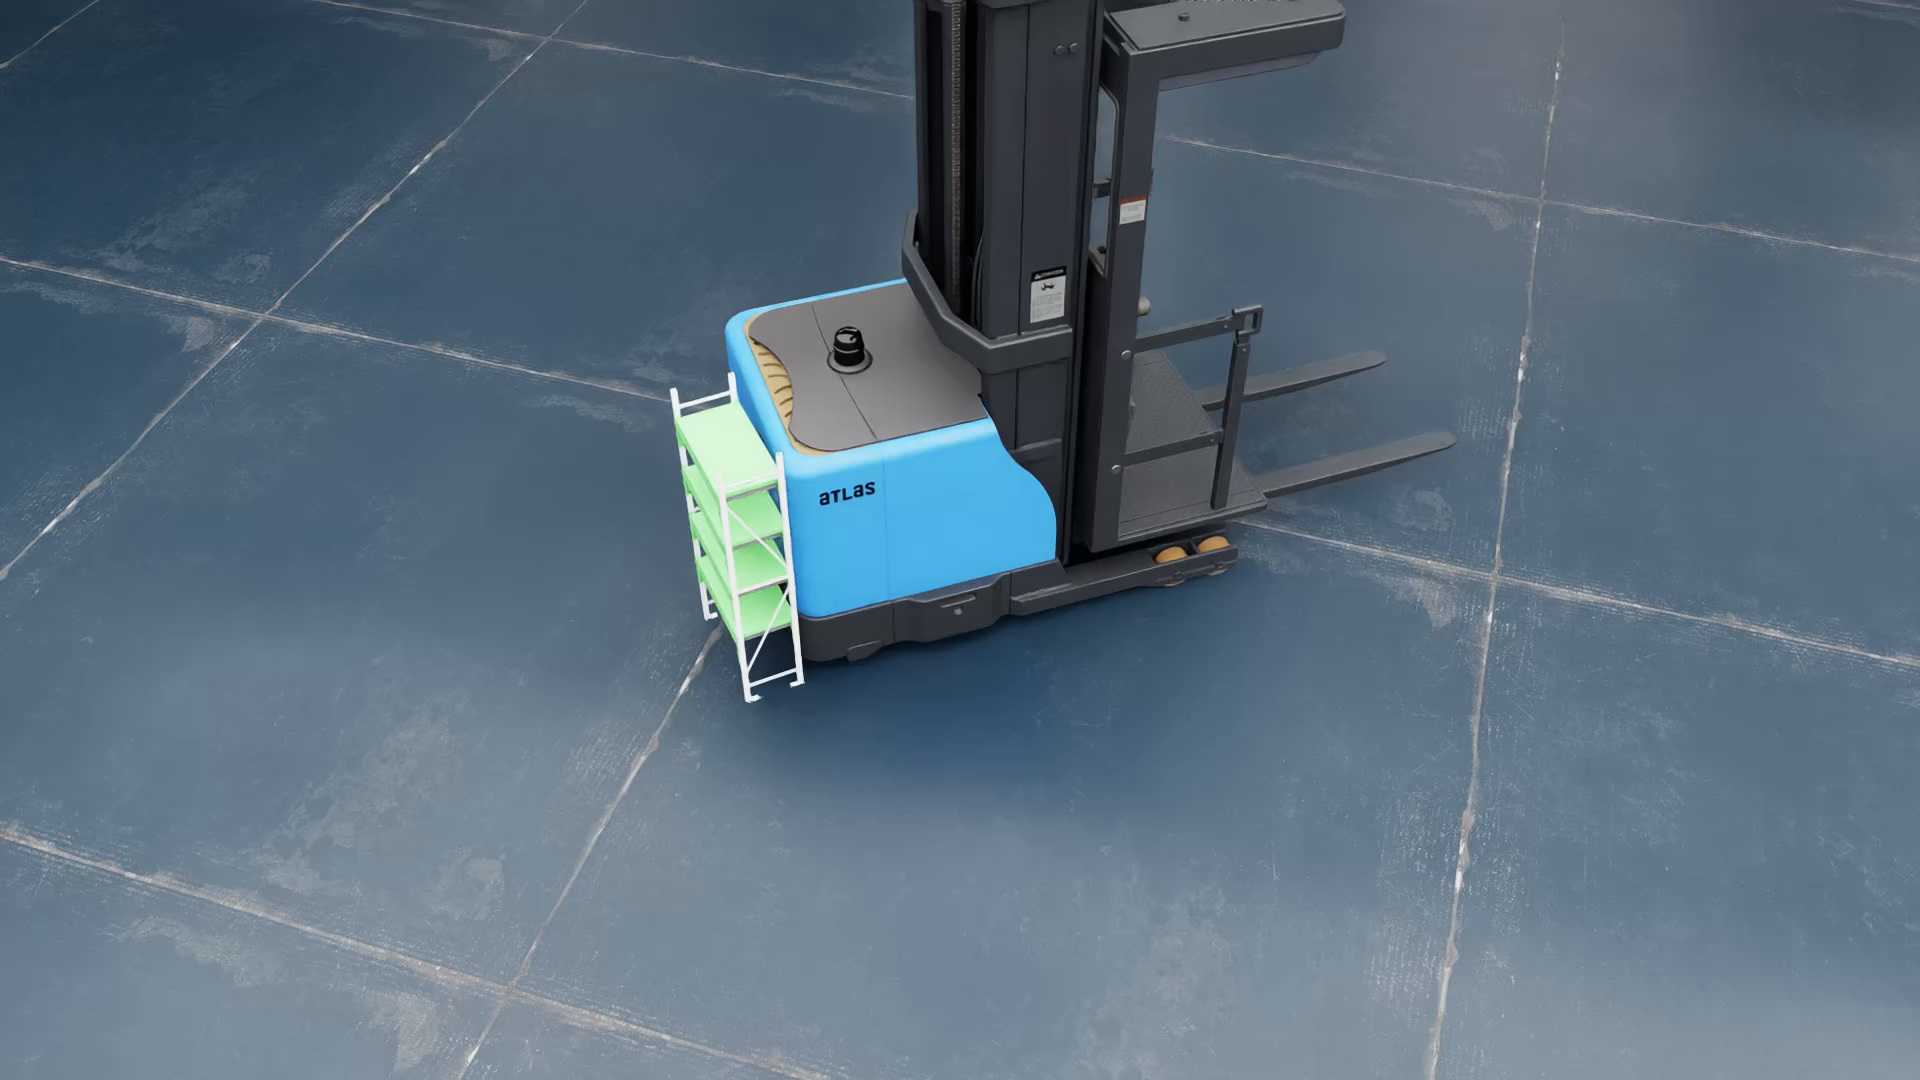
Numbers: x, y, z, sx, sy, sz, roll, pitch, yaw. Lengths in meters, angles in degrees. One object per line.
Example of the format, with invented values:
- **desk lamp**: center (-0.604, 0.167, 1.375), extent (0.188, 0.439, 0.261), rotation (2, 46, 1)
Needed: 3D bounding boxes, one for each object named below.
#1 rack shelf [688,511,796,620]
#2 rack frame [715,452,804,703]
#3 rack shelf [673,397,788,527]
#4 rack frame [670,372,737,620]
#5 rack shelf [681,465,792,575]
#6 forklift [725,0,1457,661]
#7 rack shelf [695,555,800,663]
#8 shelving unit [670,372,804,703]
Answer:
- **rack shelf**: center (-0.831, 0.057, 6.323), extent (0.258, 0.148, 0.480), rotation (-18, 47, -18)
- **rack frame**: center (-0.726, 0.166, 6.120), extent (0.240, 1.200, 0.015), rotation (-18, 47, -18)
- **rack shelf**: center (-0.828, -0.286, 5.988), extent (0.258, 0.148, 0.480), rotation (-18, 47, -18)
- **rack frame**: center (-0.935, -0.143, 6.436), extent (0.240, 1.200, 0.015), rotation (-18, 47, -18)
- **rack shelf**: center (-0.830, -0.115, 6.155), extent (0.258, 0.148, 0.480), rotation (-18, 47, -18)
- **forklift**: center (0.638, -1.191, 6.271), extent (3.031, 2.935, 1.130), rotation (-14, 46, -14)
- **rack shelf**: center (-0.832, 0.229, 6.490), extent (0.258, 0.148, 0.480), rotation (-18, 47, -18)
- **shelving unit**: center (-0.830, 0.012, 6.278), extent (0.258, 1.200, 0.503), rotation (-18, 47, -18)
